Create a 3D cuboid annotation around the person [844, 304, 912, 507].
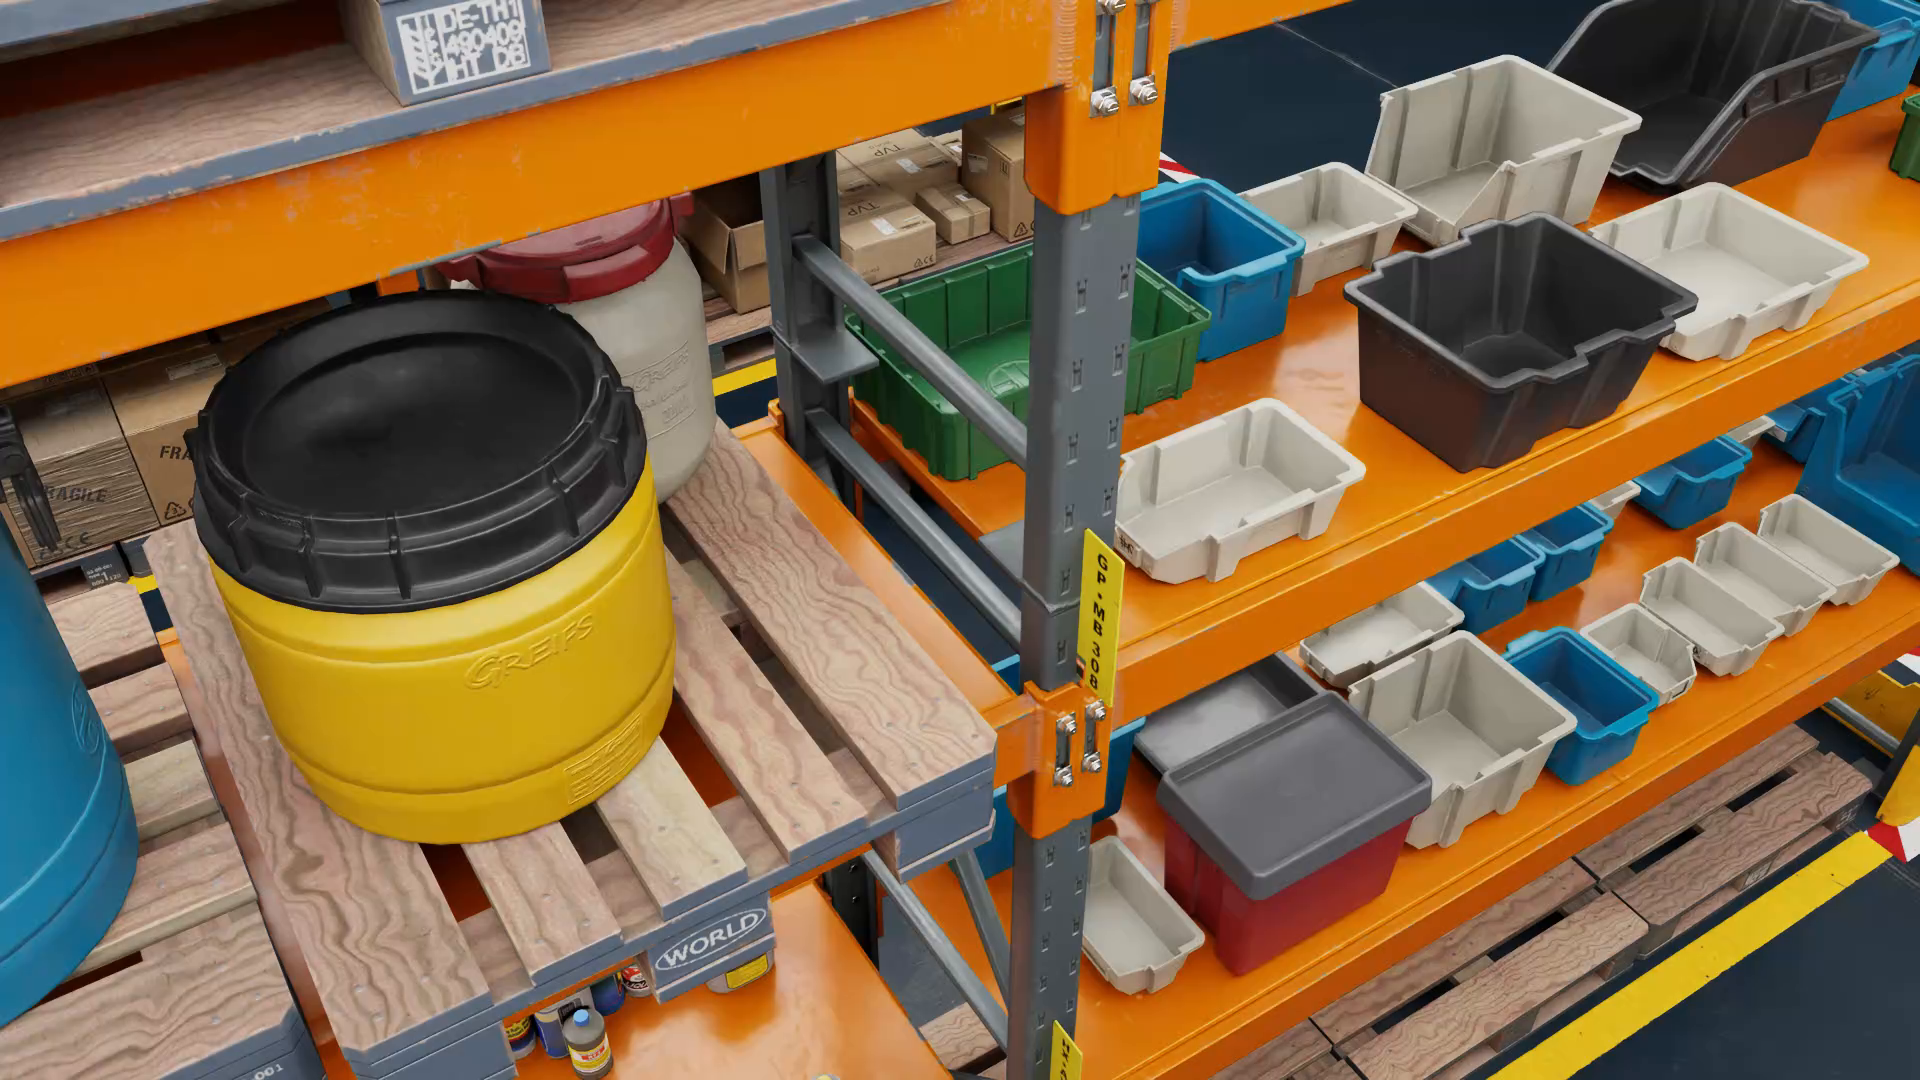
[{"bbox_3d":[-0.304,-0.648,7.534,0.513,0.951,0.908,-24,46,-25],"label":"person"}]
